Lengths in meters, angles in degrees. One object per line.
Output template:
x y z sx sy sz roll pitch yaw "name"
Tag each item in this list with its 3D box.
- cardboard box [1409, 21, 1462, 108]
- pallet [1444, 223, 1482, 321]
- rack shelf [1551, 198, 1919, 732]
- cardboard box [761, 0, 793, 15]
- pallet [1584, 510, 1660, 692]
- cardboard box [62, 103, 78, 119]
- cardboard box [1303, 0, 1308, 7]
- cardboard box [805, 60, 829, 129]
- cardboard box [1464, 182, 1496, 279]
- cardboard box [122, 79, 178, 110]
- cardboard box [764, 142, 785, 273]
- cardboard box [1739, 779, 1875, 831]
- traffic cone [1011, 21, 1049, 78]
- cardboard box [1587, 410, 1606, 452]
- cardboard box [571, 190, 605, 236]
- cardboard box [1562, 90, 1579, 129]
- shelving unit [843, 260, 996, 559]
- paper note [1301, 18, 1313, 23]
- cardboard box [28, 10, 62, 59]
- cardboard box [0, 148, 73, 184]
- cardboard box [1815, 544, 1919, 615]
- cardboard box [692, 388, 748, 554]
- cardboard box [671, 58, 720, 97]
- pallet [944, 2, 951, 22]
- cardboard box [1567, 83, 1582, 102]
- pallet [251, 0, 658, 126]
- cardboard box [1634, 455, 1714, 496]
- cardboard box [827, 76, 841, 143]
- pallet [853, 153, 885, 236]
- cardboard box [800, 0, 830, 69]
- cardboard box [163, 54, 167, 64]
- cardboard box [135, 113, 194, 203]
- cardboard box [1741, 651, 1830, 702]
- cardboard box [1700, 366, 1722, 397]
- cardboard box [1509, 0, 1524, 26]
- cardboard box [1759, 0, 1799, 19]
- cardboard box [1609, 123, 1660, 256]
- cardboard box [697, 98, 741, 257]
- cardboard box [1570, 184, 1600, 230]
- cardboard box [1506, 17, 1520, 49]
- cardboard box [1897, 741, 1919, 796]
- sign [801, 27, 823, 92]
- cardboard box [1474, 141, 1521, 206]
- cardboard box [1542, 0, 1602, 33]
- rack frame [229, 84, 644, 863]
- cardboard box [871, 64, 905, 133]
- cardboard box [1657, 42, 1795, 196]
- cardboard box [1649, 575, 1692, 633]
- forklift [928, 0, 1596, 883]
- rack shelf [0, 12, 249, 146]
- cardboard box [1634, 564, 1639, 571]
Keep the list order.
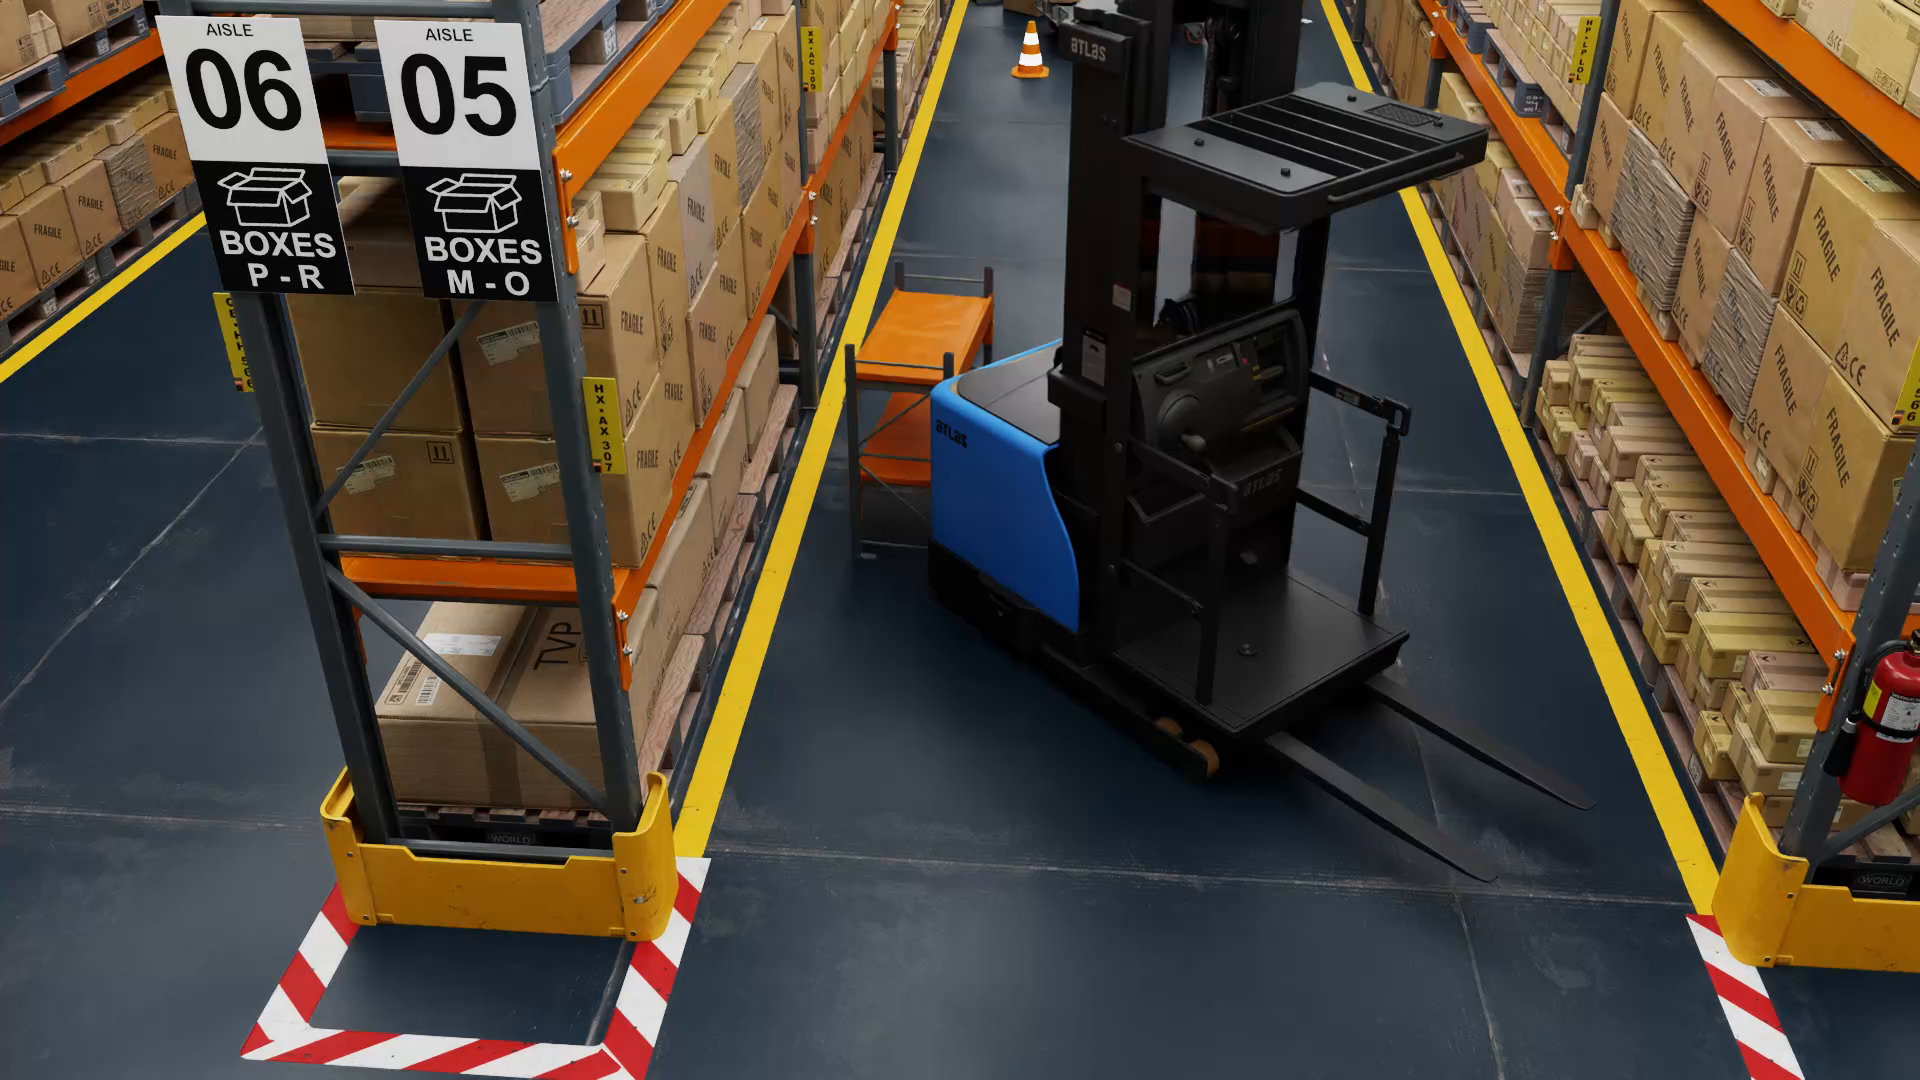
4.101 -3.529 12.862 1.050 0.750 0.750 2 32 3 "cardboard box"
3.795 -1.762 10.908 1.003 0.211 1.213 2 32 4 "pallet"
3.473 -0.550 6.969 1.077 0.370 4.000 2 32 4 "rack shelf"
-1.014 -2.630 7.993 0.380 0.149 0.250 2 32 3 "cardboard box"
3.520 0.277 7.599 1.003 0.211 1.213 2 32 4 "pallet"
-6.357 -2.946 11.535 0.380 0.149 0.250 2 32 3 "cardboard box"
3.391 -5.878 17.309 0.500 0.500 0.500 8 32 12 "cardboard box"
-0.989 -2.428 8.997 0.500 0.250 0.500 2 32 3 "cardboard box"
3.533 -1.951 10.539 0.500 0.500 0.500 2 32 3 "cardboard box"
-5.772 -3.204 11.954 0.380 0.149 0.250 1 32 2 "cardboard box"
-1.125 -1.581 7.860 0.500 0.500 0.500 2 32 3 "cardboard box"
3.145 0.940 6.182 0.380 0.149 0.250 3 32 5 "cardboard box"
0.640 -4.456 15.039 0.336 0.463 0.334 2 32 4 "traffic cone"
3.372 -0.553 8.322 0.380 0.149 0.250 2 32 4 "cardboard box"
-1.376 -1.027 5.391 0.380 0.149 0.250 3 32 5 "cardboard box"
3.491 -2.326 9.004 0.380 0.149 0.250 3 32 4 "cardboard box"
-0.178 -0.644 8.223 0.538 1.125 1.048 6 32 9 "shelving unit"
3.439 -5.212 16.677 0.147 0.020 0.142 -20 37 -29 "paper note"
-5.758 -3.102 10.153 0.396 0.266 0.258 4 32 6 "cardboard box"
-5.938 -2.394 10.639 0.380 0.149 0.250 2 32 4 "cardboard box"
3.055 0.114 5.446 0.380 0.149 0.250 2 32 4 "cardboard box"
-1.536 -0.357 8.012 0.875 0.438 0.875 2 32 3 "cardboard box"
-1.186 -1.836 6.703 0.380 0.149 0.250 2 32 4 "cardboard box"
-0.635 -5.410 16.827 1.003 0.211 1.213 2 32 4 "pallet"
3.492 -2.455 8.930 0.380 0.149 0.250 3 32 4 "cardboard box"
-1.582 -1.597 5.207 1.003 0.211 1.213 2 32 4 "pallet"
3.308 -0.260 7.564 0.380 0.149 0.250 1 32 2 "cardboard box"
-0.966 -2.486 9.568 0.500 0.250 0.500 2 32 3 "cardboard box"
-1.120 -2.556 12.197 1.003 0.211 1.213 2 32 4 "pallet"
-0.984 -2.747 8.800 0.500 0.500 0.500 3 32 5 "cardboard box"
-5.863 -3.856 13.511 0.875 0.625 0.625 3 32 6 "cardboard box"
-5.839 -2.712 11.773 0.500 0.500 0.500 4 32 6 "cardboard box"
3.178 0.555 6.241 0.380 0.149 0.250 3 32 5 "cardboard box"
3.253 -0.695 6.759 0.380 0.149 0.250 3 32 5 "cardboard box"
3.619 -3.275 10.260 0.380 0.149 0.250 2 32 4 "cardboard box"
3.195 -2.078 6.046 0.500 0.250 0.500 4 32 6 "cardboard box"
3.311 -1.564 7.550 0.500 0.500 0.500 2 32 4 "cardboard box"
-1.200 -1.477 6.739 0.500 0.500 0.500 3 32 4 "cardboard box"
3.287 -1.661 8.326 0.380 0.149 0.250 4 32 6 "cardboard box"
3.618 -3.147 10.336 0.380 0.149 0.250 3 32 5 "cardboard box"
3.609 0.835 6.070 0.380 0.149 0.250 4 32 6 "cardboard box"
-0.753 -2.440 8.450 0.100 0.325 0.005 2 32 4 "sign"
3.529 -2.281 10.361 0.500 0.250 0.500 1 32 2 "cardboard box"
3.563 -2.987 9.509 0.380 0.149 0.250 1 32 2 "cardboard box"
-1.632 0.031 5.341 1.000 3.000 0.127 2 32 4 "rack frame"
-0.924 -3.507 13.187 0.950 0.372 0.625 0 32 1 "cardboard box"
3.257 -1.738 6.879 0.500 0.500 0.500 3 32 5 "cardboard box"
3.139 0.266 6.992 0.380 0.149 0.250 3 32 5 "cardboard box"
1.170 -0.576 6.391 1.130 2.935 3.031 -23 38 -32 "forklift"
-6.091 -3.010 10.961 1.077 0.370 4.000 2 32 4 "rack shelf"
3.276 0.130 7.497 0.380 0.149 0.250 3 32 5 "cardboard box"
